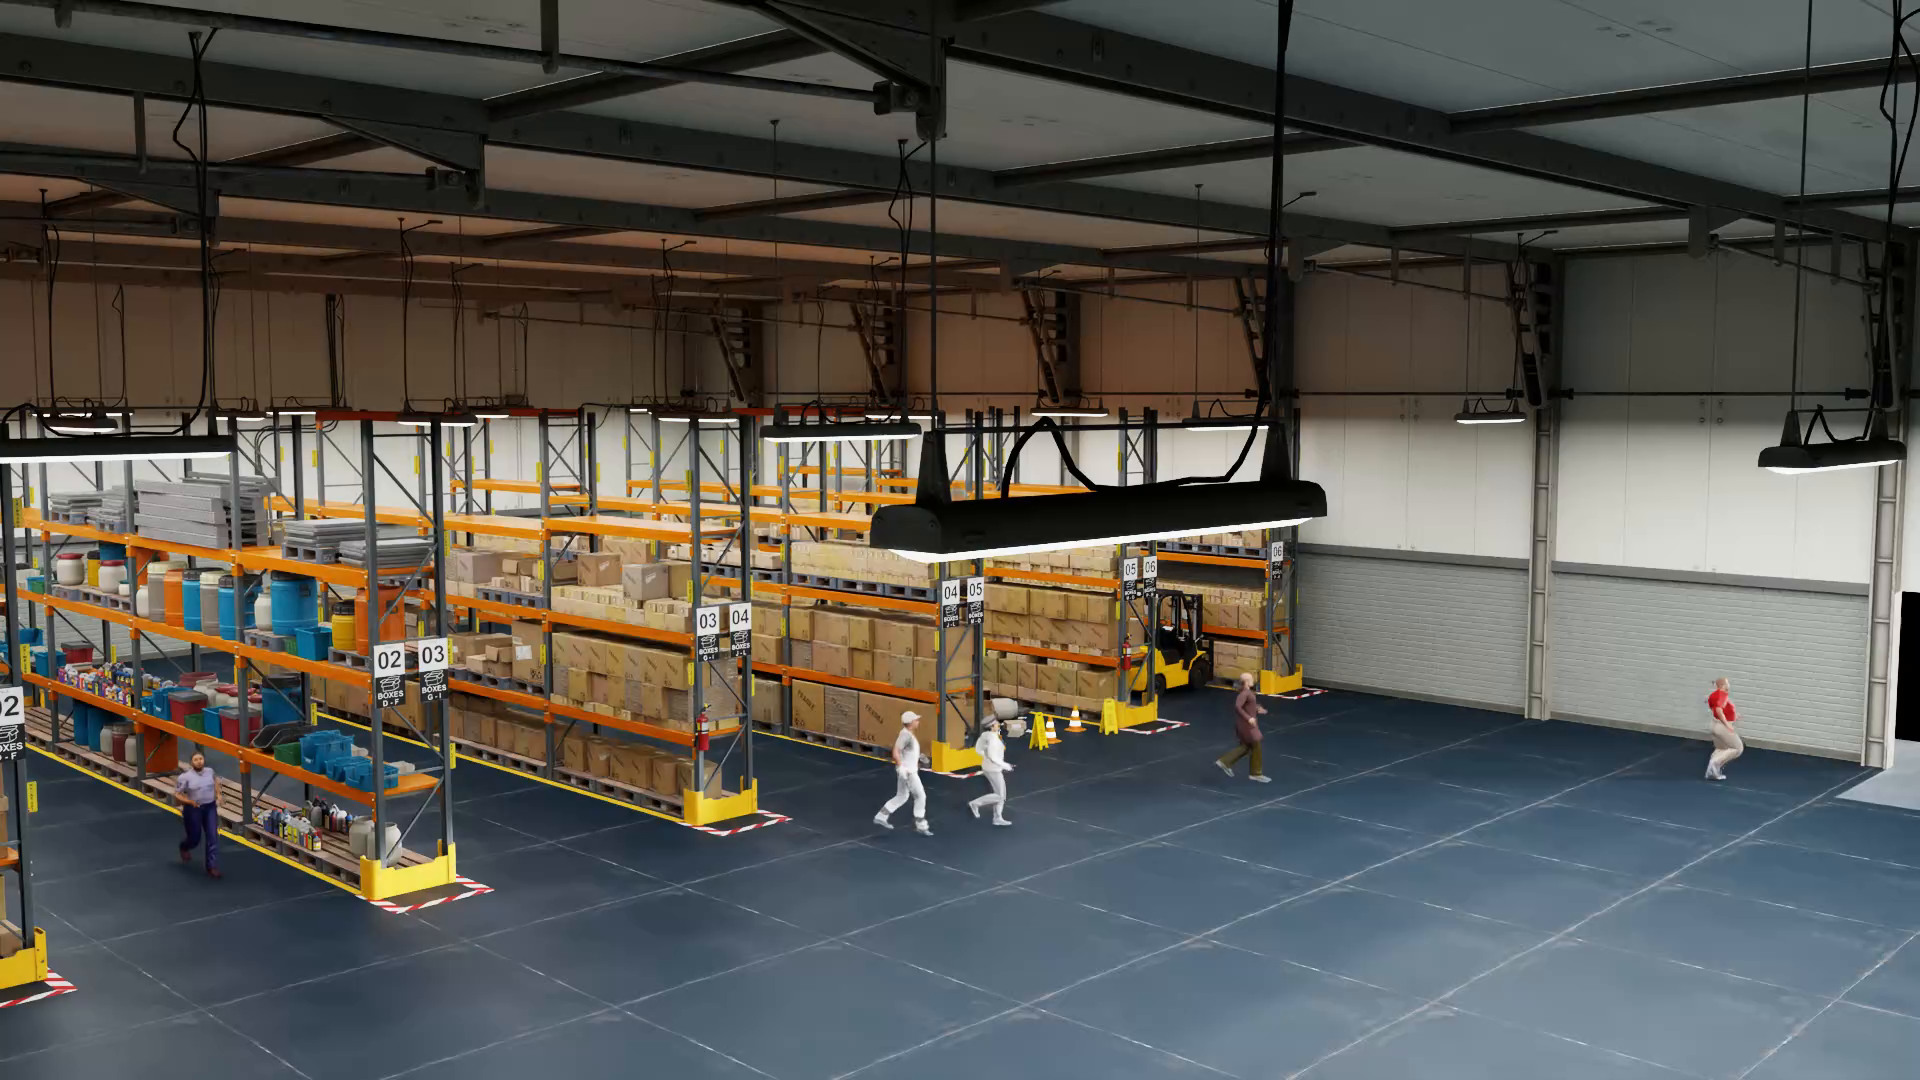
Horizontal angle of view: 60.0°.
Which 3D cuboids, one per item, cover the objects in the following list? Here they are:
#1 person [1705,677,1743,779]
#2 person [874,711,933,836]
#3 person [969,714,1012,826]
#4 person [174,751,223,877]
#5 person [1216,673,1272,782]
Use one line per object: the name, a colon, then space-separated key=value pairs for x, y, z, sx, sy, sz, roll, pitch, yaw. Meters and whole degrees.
person: x=12.517 y=3.082 z=27.184 sx=0.590 sy=1.682 sz=0.656 roll=0 pitch=5 yaw=-1
person: x=-0.798 y=3.365 z=23.766 sx=0.880 sy=1.849 sz=0.669 roll=-1 pitch=5 yaw=-7
person: x=0.422 y=3.363 z=24.271 sx=0.677 sy=1.668 sz=0.619 roll=-2 pitch=5 yaw=-17
person: x=-10.000 y=3.583 z=21.911 sx=0.621 sy=1.614 sz=0.932 roll=-5 pitch=7 yaw=-44
person: x=4.626 y=3.047 z=27.044 sx=0.901 sy=1.786 sz=0.711 roll=0 pitch=5 yaw=1
